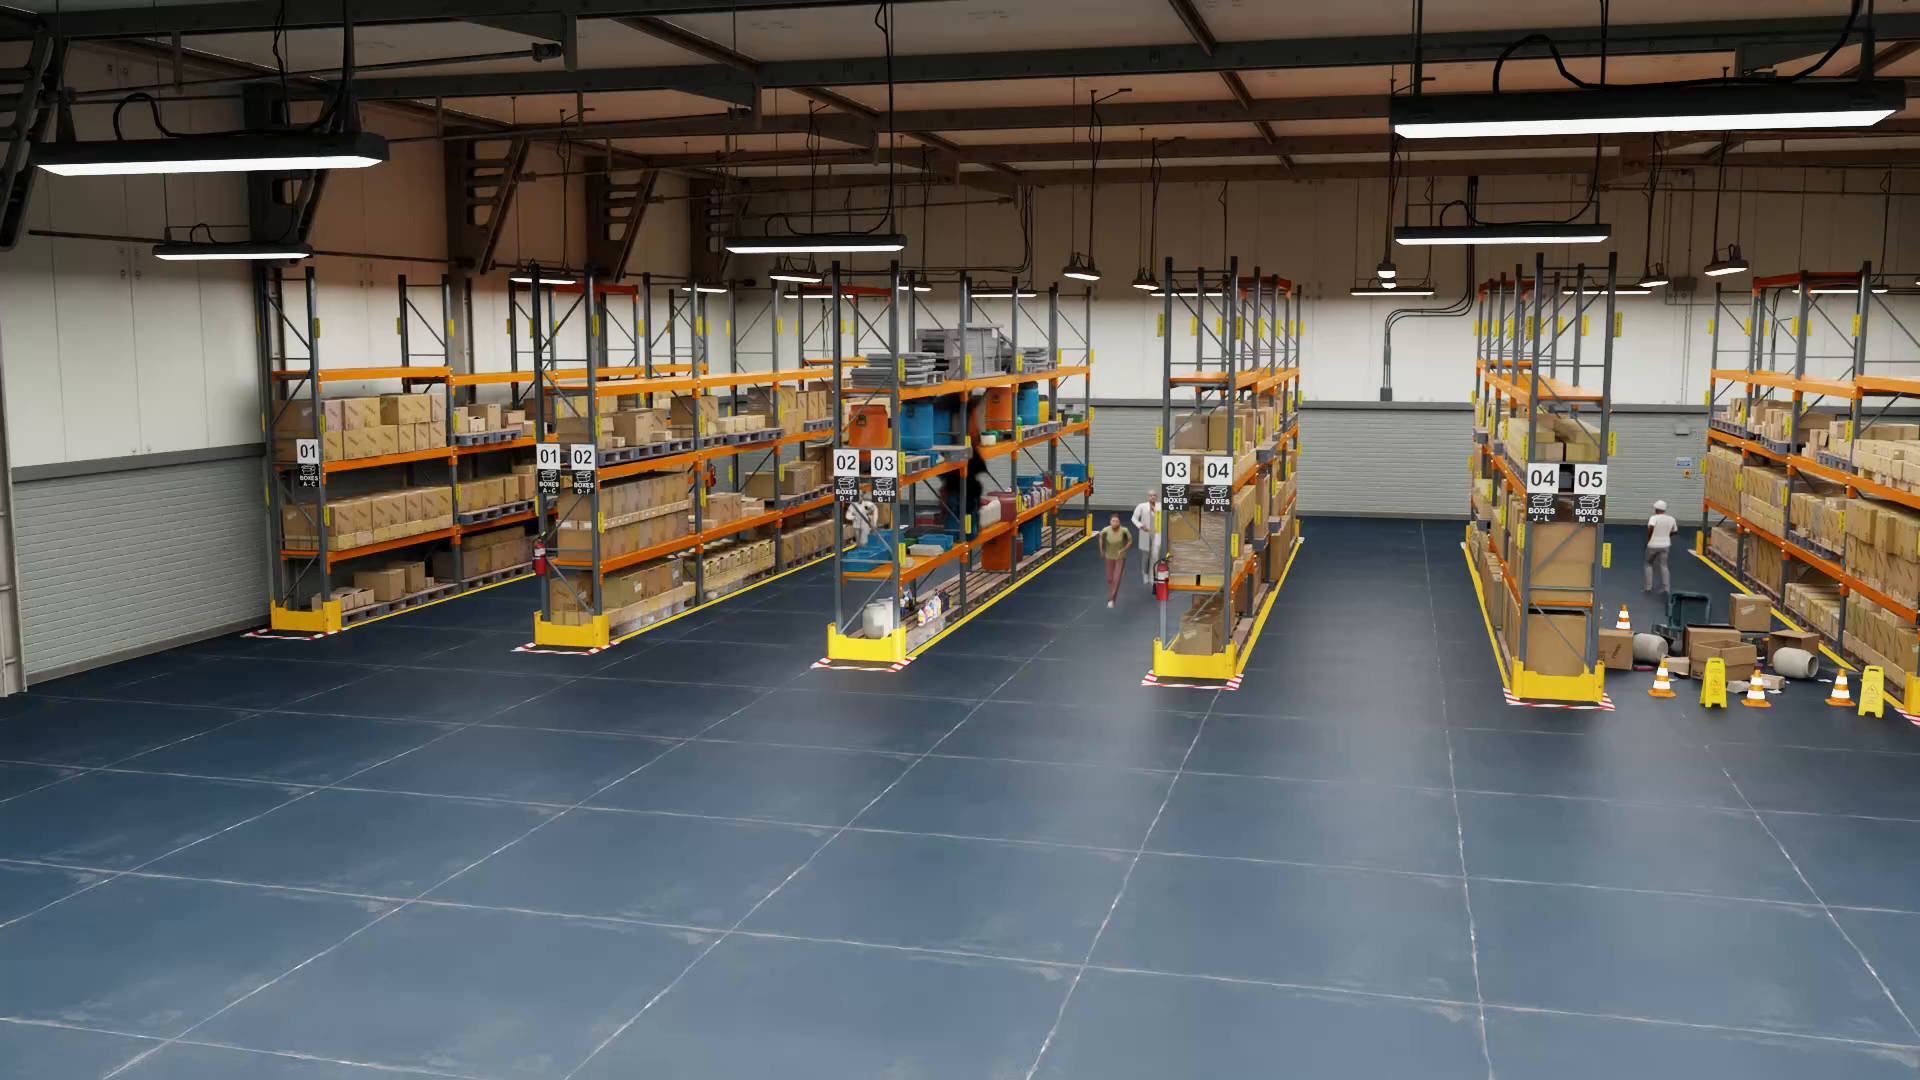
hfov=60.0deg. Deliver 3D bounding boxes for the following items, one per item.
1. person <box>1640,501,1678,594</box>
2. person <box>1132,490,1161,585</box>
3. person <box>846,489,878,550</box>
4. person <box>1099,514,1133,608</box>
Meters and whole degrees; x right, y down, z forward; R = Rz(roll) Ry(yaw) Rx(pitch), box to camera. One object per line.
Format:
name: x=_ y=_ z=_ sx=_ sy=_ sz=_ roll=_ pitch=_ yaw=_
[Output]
person: x=13.126 y=0.098 z=31.153 sx=0.662 sy=1.668 sz=0.800 roll=0 pitch=7 yaw=0
person: x=3.562 y=-0.039 z=31.101 sx=0.713 sy=1.802 sz=0.918 roll=0 pitch=7 yaw=0
person: x=-2.045 y=-0.217 z=34.655 sx=0.637 sy=1.727 sz=0.828 roll=0 pitch=7 yaw=3
person: x=2.660 y=0.331 z=28.458 sx=0.575 sy=1.613 sz=0.735 roll=1 pitch=7 yaw=5
